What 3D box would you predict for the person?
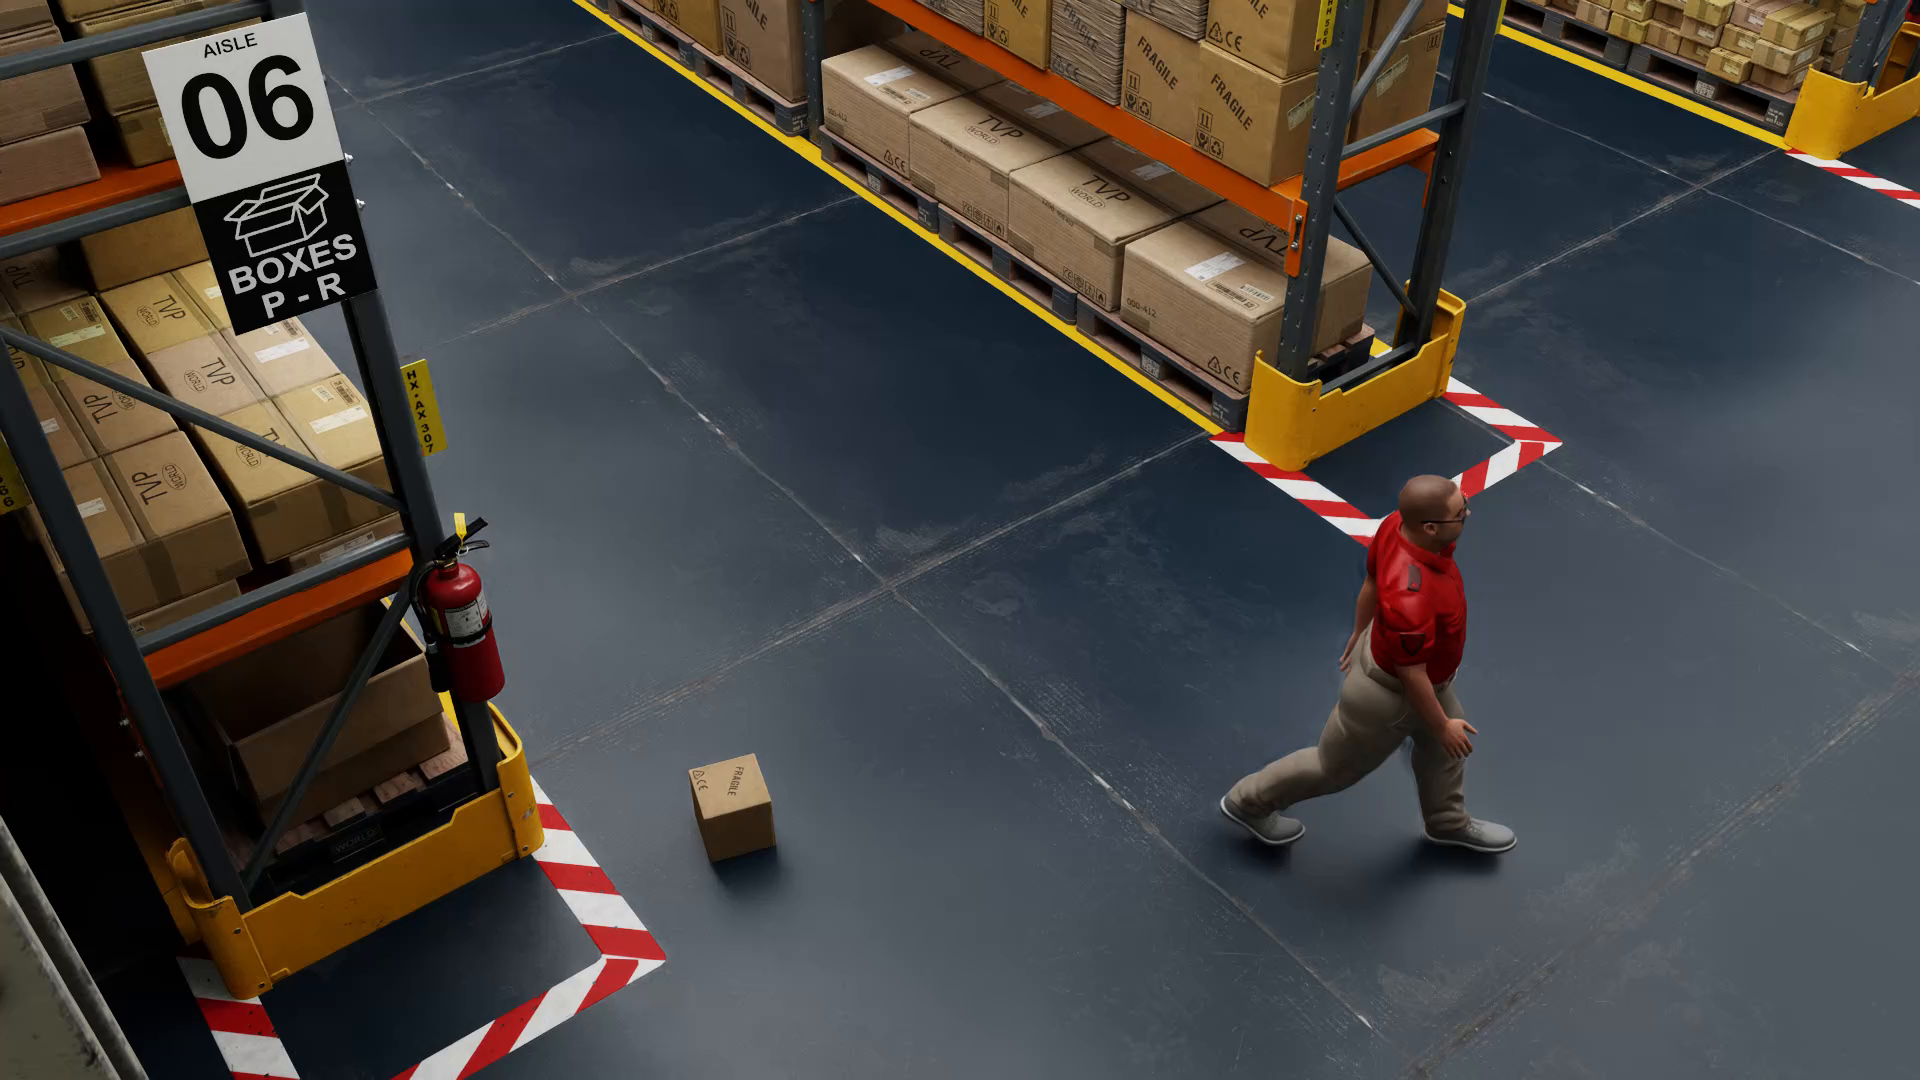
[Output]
[{"bbox_3d":[1.491,0.472,5.607,1.066,1.671,0.536,11,41,13],"label":"person"}]
